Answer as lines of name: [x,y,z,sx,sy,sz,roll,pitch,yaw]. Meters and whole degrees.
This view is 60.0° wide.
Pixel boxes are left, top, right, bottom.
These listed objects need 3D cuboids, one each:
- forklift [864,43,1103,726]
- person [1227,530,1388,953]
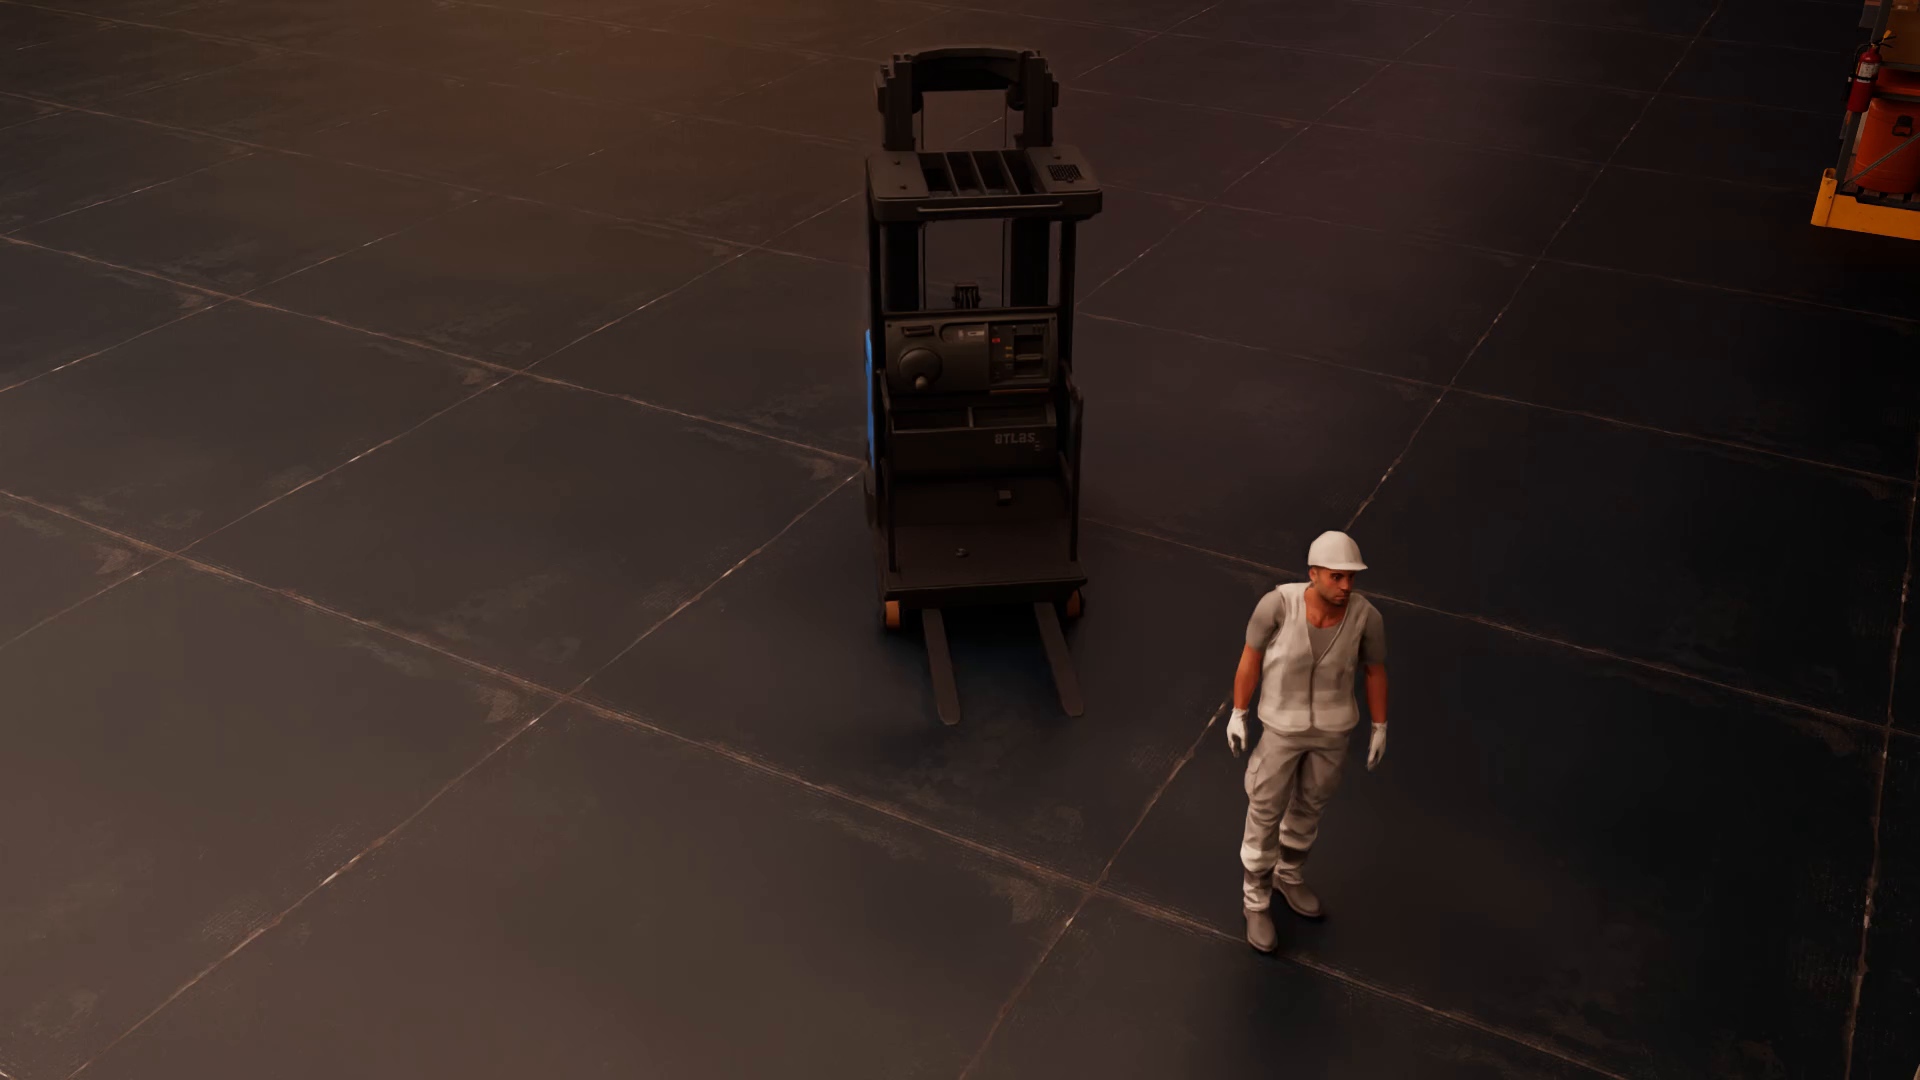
forklift: [0.091,-0.956,8.727,1.130,2.935,3.031,-3,30,-6]
person: [1.429,0.823,6.783,0.656,1.790,0.613,1,30,1]
